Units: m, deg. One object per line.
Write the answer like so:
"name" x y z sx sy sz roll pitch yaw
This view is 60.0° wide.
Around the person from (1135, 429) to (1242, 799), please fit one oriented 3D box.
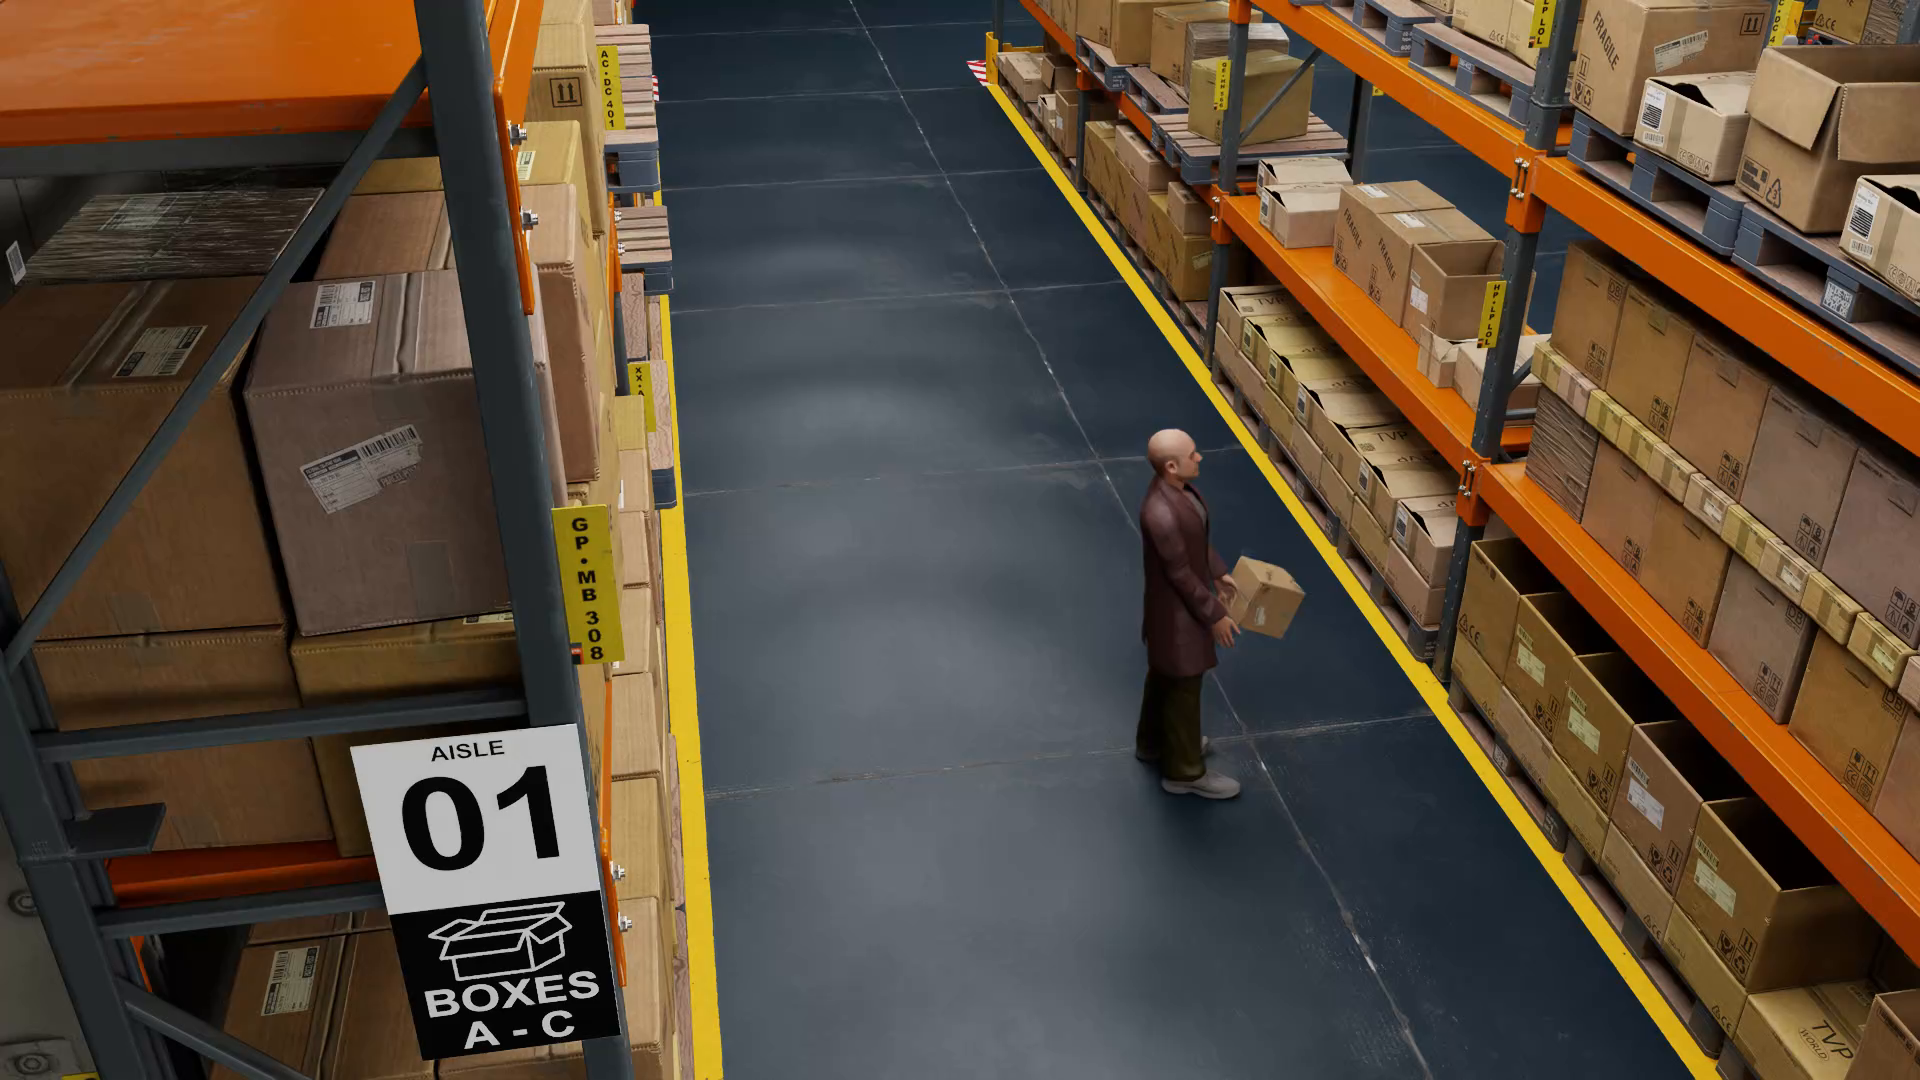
"person" 1.084 0.312 7.609 0.558 1.778 0.570 5 31 9
